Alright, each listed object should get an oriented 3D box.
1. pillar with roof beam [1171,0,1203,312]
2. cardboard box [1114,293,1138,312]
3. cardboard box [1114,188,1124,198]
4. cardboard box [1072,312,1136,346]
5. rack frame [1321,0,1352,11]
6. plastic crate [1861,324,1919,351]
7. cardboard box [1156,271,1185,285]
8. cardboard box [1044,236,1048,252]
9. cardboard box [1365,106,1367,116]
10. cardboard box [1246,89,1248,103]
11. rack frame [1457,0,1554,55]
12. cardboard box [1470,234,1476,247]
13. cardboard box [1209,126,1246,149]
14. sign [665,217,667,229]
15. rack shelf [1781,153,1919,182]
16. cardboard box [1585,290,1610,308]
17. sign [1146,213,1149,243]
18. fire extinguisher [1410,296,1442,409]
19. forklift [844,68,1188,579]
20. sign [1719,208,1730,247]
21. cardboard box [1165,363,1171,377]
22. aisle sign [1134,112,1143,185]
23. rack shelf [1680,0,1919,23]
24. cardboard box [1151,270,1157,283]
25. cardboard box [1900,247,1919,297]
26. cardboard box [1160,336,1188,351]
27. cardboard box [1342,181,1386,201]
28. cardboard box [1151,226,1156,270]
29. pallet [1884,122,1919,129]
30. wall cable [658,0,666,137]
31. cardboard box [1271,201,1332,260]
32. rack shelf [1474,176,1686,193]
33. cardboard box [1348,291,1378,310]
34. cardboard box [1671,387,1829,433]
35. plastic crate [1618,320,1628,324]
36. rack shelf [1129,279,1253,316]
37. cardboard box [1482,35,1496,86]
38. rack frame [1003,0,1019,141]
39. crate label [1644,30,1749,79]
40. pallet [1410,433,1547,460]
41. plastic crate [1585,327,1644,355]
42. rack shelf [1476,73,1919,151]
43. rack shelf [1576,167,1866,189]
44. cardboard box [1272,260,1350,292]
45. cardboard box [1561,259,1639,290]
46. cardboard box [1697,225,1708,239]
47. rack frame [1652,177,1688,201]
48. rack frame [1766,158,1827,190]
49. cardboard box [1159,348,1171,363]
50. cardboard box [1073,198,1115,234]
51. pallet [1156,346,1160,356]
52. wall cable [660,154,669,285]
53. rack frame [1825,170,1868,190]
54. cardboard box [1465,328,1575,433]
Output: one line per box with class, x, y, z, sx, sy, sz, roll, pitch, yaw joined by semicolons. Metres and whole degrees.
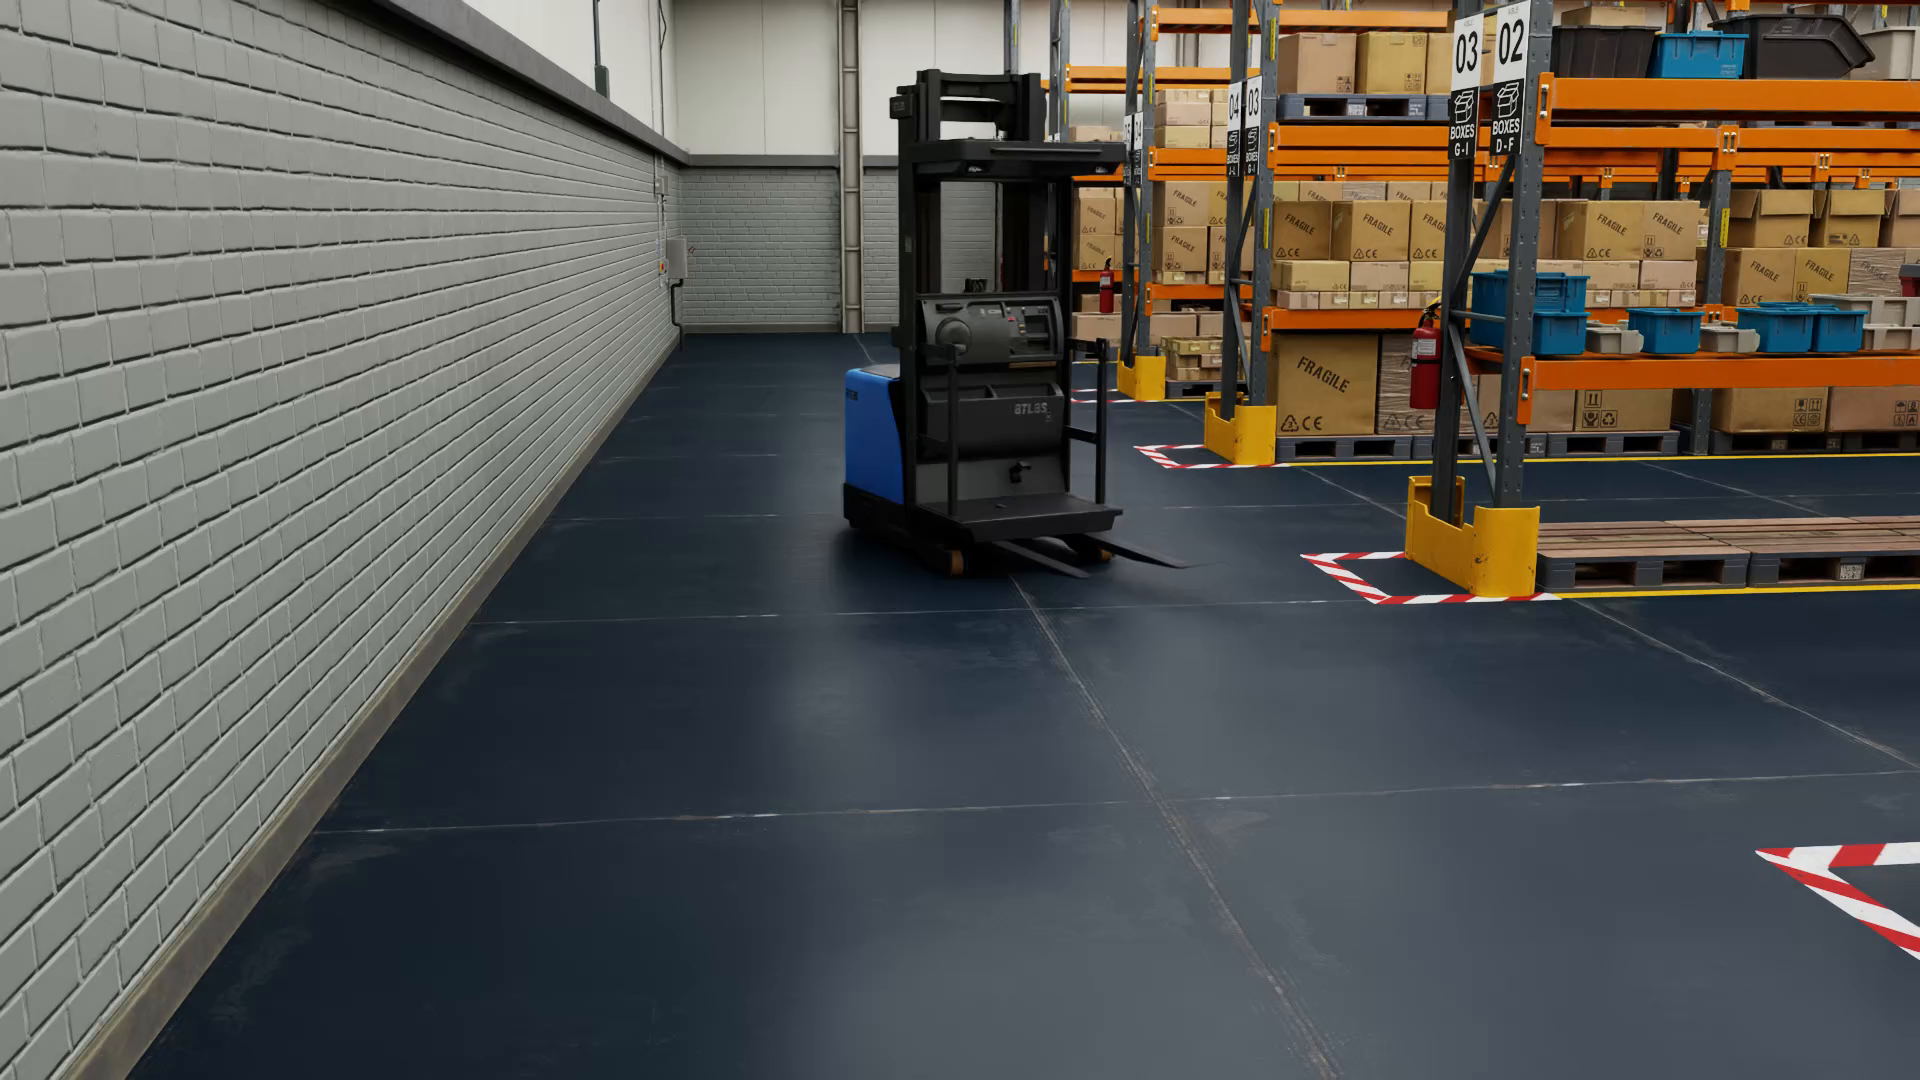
pillar with roof beam;4.517;-7.430;25.335;0.400;9.000;9.100;-1;11;-6
cardboard box;2.874;-4.047;29.068;0.500;0.500;0.500;-1;11;-5
cardboard box;2.312;-4.933;23.654;0.250;0.149;0.380;-1;11;-4
cardboard box;2.050;-3.100;24.416;0.875;0.438;0.875;-2;11;-8
rack frame;5.382;-7.146;23.887;0.127;3.000;1.000;-1;11;-6
plastic crate;5.288;-1.158;9.509;0.466;0.136;0.293;-1;11;-6
cardboard box;2.398;-2.992;18.963;0.250;0.149;0.380;-1;11;-7
cardboard box;1.346;-5.101;28.655;0.500;0.250;0.500;-1;11;-6
cardboard box;4.549;-4.820;18.924;0.500;0.250;0.500;-1;11;-4
cardboard box;3.162;-4.972;18.667;0.250;0.149;0.380;-1;11;-5
rack frame;3.010;-4.212;8.965;0.127;3.000;1.000;-1;11;-6
cardboard box;7.372;-4.361;24.369;0.500;0.250;0.500;-2;11;-8
cardboard box;3.038;-4.540;18.799;0.500;0.250;0.500;-1;11;-4
sign;-4.480;-4.793;25.331;0.001;0.242;0.339;-1;11;-6
rack shelf;11.982;-4.499;20.064;4.000;0.370;1.077;-1;11;-6
cardboard box;5.417;-2.093;14.389;0.250;0.149;0.380;-1;11;-5
sign;2.099;-3.492;18.611;0.005;0.325;0.100;-1;11;-6
fire extinguisher;2.811;-1.131;10.014;0.183;0.674;0.296;-1;11;-6
forklift;0.293;-1.313;9.947;1.130;2.935;3.031;-5;12;-24
sign;6.513;-2.659;14.167;0.005;0.325;0.100;-1;11;-6
cardboard box;2.541;-2.030;19.718;0.250;0.149;0.380;-1;11;-5
aisle sign;2.000;-4.388;18.673;0.004;0.787;0.394;-1;11;-6
rack shelf;8.440;-4.738;14.540;4.000;0.370;1.077;-1;11;-6
cardboard box;2.334;-3.109;19.559;0.250;0.149;0.380;-1;11;-6
cardboard box;8.447;-2.345;14.761;0.500;0.500;0.500;-1;11;-5
cardboard box;2.539;-2.330;19.704;0.250;0.149;0.380;-1;11;-5
cardboard box;4.555;-3.859;19.099;0.500;0.500;0.500;-1;11;-5
cardboard box;2.459;-3.425;19.484;0.500;0.500;0.500;-1;11;-5
pallet;8.683;-3.717;14.710;1.213;0.211;1.003;-1;11;-3
wall cable;-4.561;-7.587;26.037;0.133;3.039;2.988;-1;11;-6
cardboard box;2.931;-2.719;14.596;0.500;0.500;0.500;-1;11;-5
rack shelf;10.807;-6.398;29.723;4.000;0.370;1.077;-1;11;-6
cardboard box;3.373;-2.050;14.171;0.250;0.149;0.380;-1;11;-7
cardboard box;7.086;-1.482;15.051;0.875;0.875;1.225;-1;11;-6
plastic crate;4.091;-1.223;9.843;0.243;0.136;0.396;-1;11;-6
rack shelf;4.028;-2.860;19.505;4.000;0.370;1.077;-1;11;-6
cardboard box;4.610;-4.056;14.339;0.500;0.500;0.700;-1;11;-4
rack frame;0.865;-8.014;28.305;0.127;3.000;1.000;-1;11;-6
crate label;3.962;-2.624;9.051;0.502;0.251;0.408;-1;11;-6
pallet;4.472;-0.906;14.931;1.213;0.211;1.003;-1;11;-6
plastic crate;3.619;-1.101;9.221;0.298;0.136;0.250;-1;11;-6
rack shelf;4.999;-2.429;9.535;4.000;0.370;1.077;-1;11;-6
rack shelf;11.347;-5.446;24.882;4.000;0.370;1.077;-1;11;-6
cardboard box;2.982;-2.249;14.148;0.500;0.250;0.500;-2;11;-8
cardboard box;5.527;-2.303;14.425;0.500;0.250;0.500;-1;11;-4
cardboard box;8.540;-3.594;19.395;0.250;0.149;0.380;-1;11;-6
rack frame;12.795;-5.320;30.155;0.127;3.000;1.000;-1;11;-6
rack frame;9.993;-3.338;20.072;0.127;3.000;1.000;-1;11;-6
cardboard box;2.534;-2.190;19.764;0.250;0.149;0.380;-2;11;-8
cardboard box;1.913;-4.614;23.709;0.500;0.500;0.500;-1;11;-7
pallet;3.402;-2.807;24.598;1.213;0.211;1.003;-1;11;-6
wall cable;-4.363;-4.767;24.706;0.122;1.984;0.588;-1;11;-6
rack frame;13.335;-4.369;25.314;0.127;3.000;1.000;-1;11;-6
cardboard box;4.892;-1.448;14.876;0.875;0.875;0.875;-1;11;-6
